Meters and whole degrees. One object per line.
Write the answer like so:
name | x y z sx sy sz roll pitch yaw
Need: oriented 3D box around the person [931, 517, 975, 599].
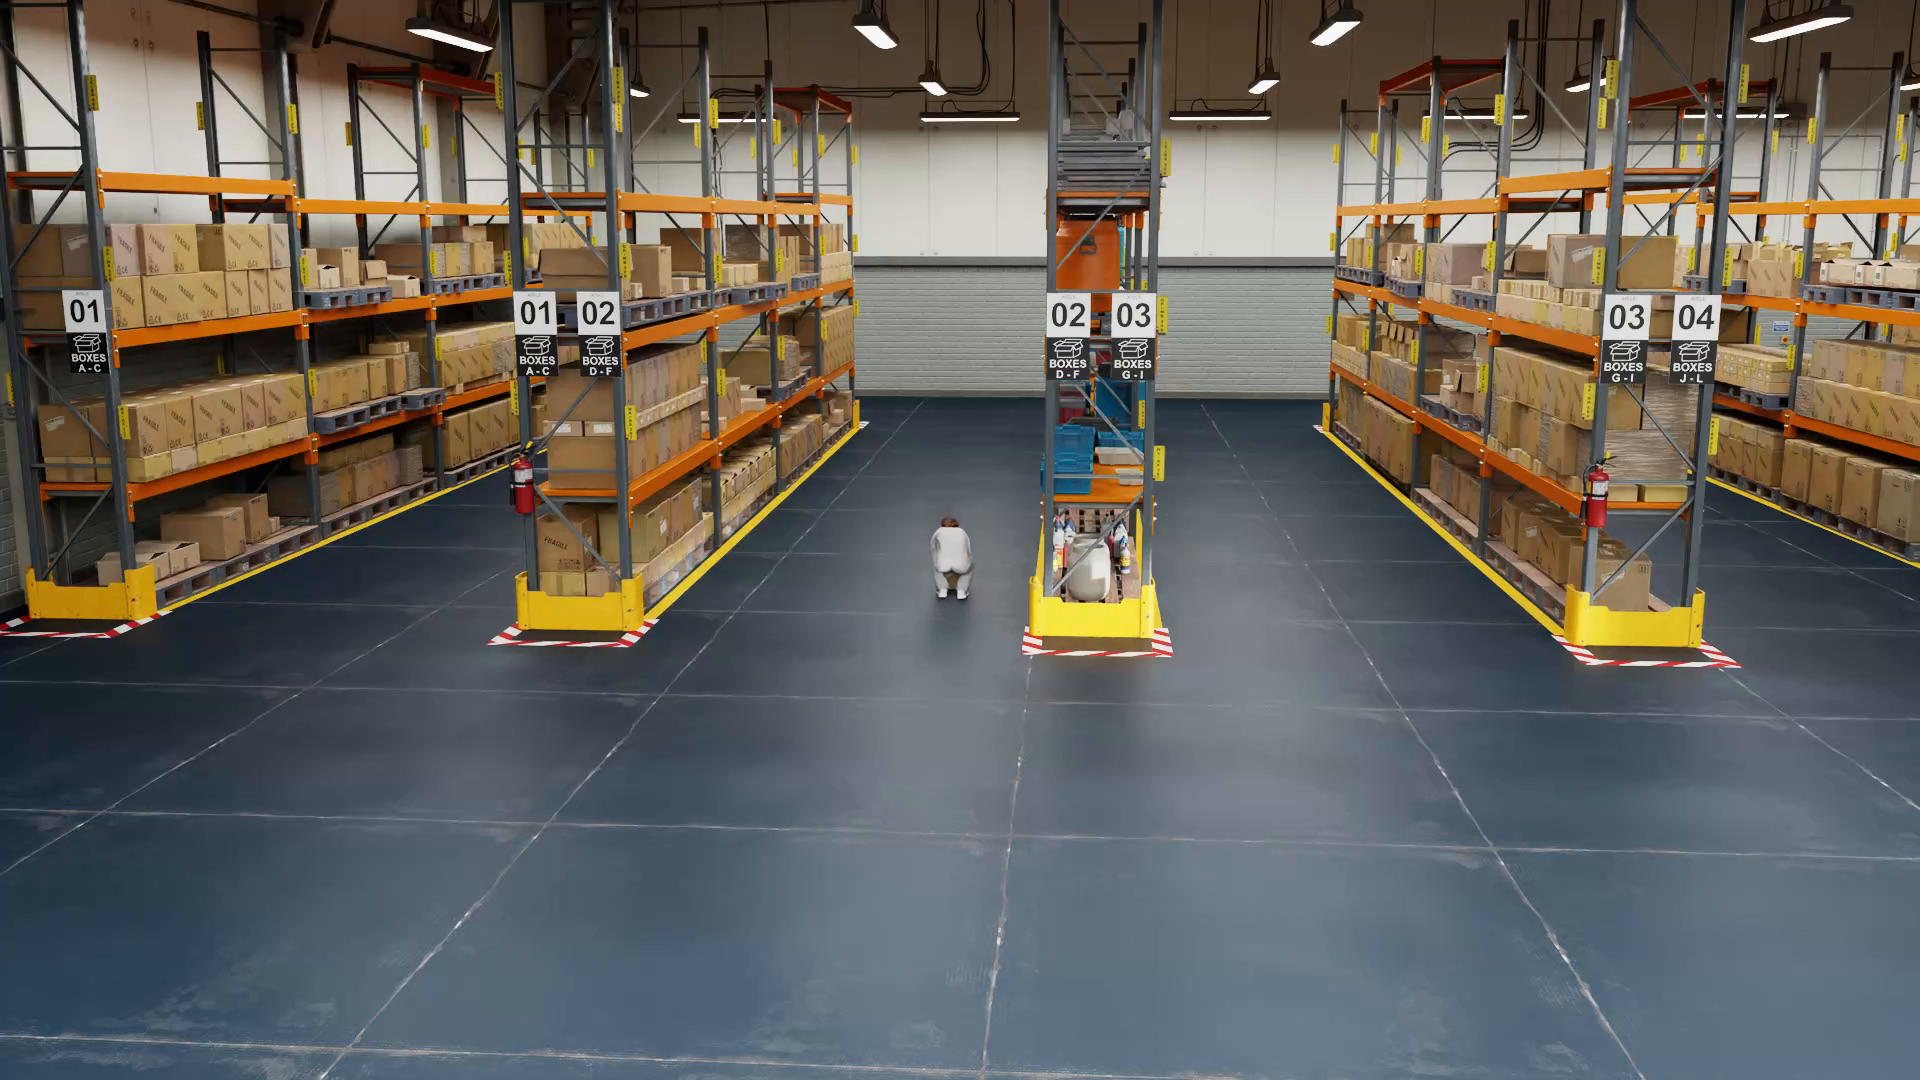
person | -0.081 0.215 17.407 0.469 0.798 0.819 1 11 4
